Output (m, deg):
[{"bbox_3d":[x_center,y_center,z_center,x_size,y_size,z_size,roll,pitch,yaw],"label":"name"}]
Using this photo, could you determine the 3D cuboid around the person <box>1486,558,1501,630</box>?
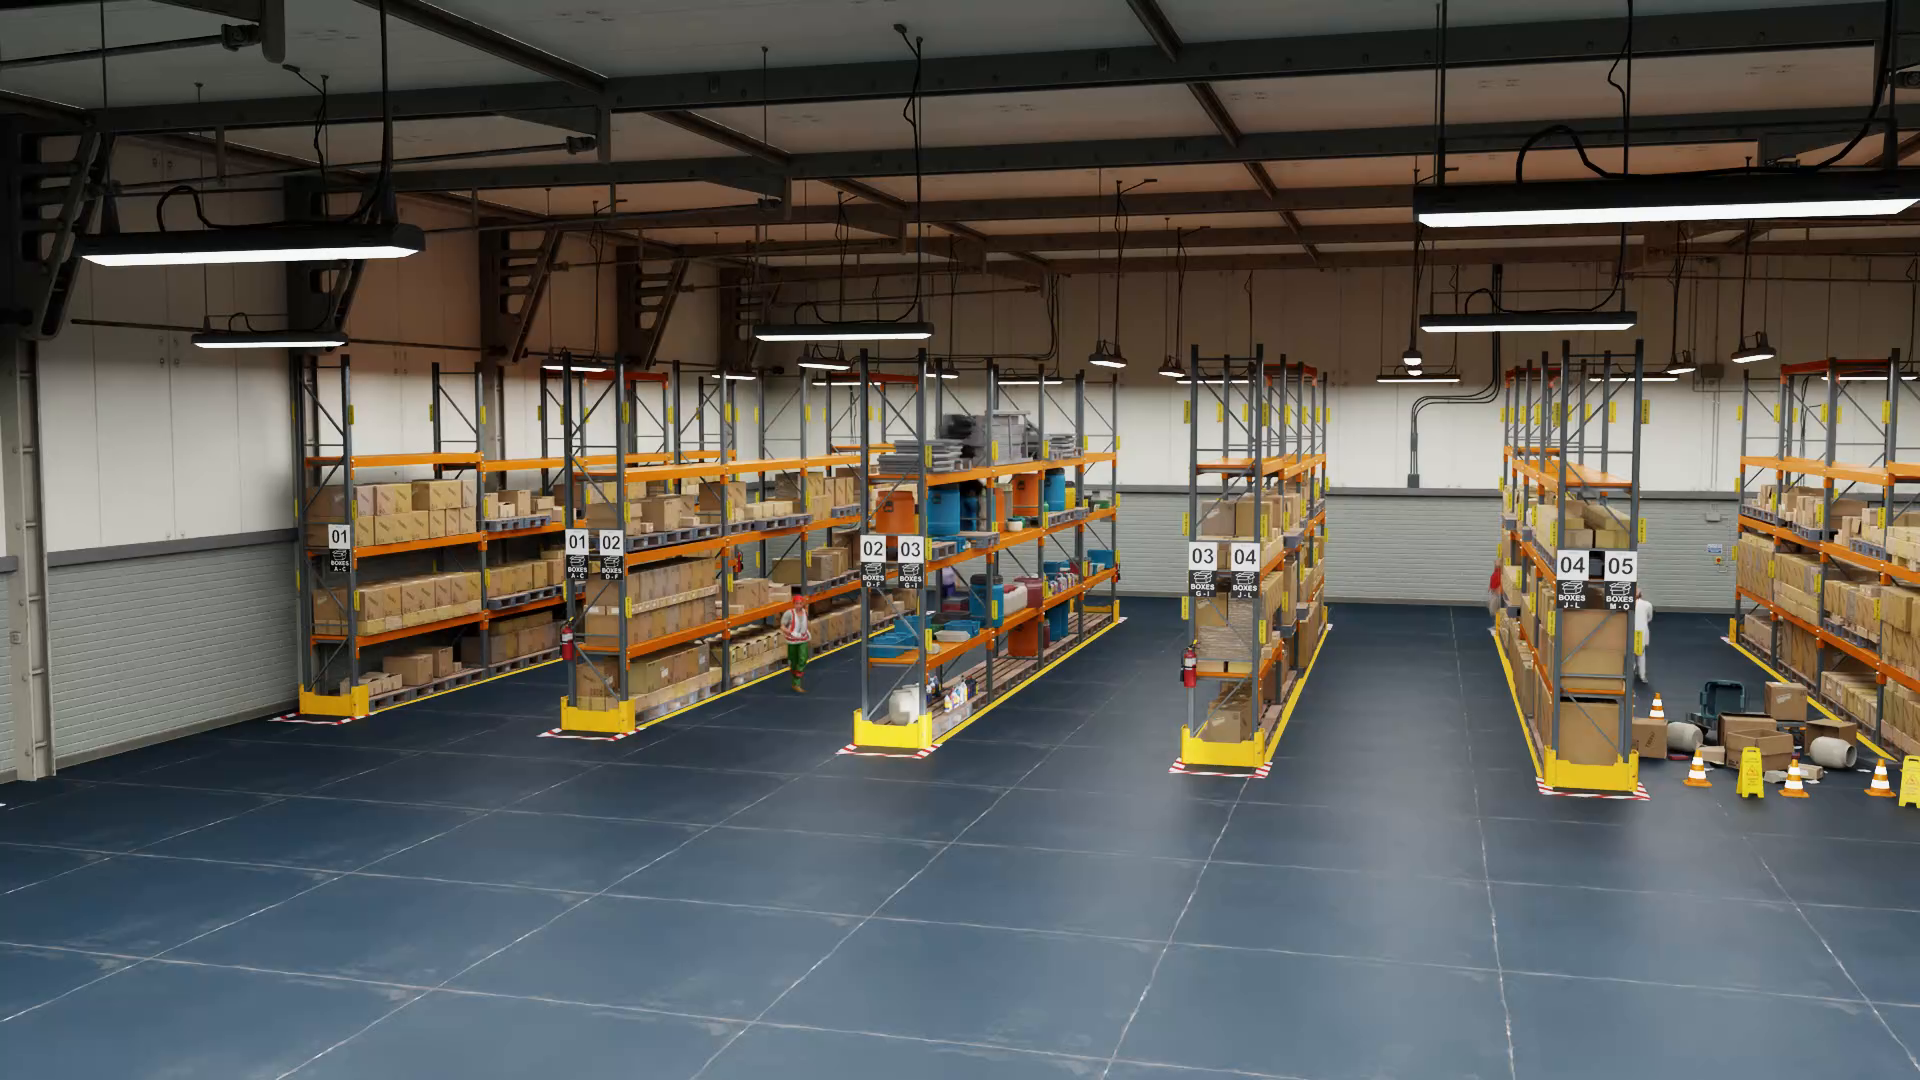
[{"bbox_3d":[12.625,1.265,38.808,0.668,1.709,0.708,0,4,-2],"label":"person"}]

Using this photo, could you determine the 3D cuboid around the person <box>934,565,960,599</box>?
[{"bbox_3d":[-0.318,1.212,39.608,0.572,1.707,0.842,1,4,11],"label":"person"}]

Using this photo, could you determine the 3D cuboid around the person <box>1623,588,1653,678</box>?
[{"bbox_3d":[12.882,1.768,31.658,0.617,1.704,0.983,1,4,9],"label":"person"}]

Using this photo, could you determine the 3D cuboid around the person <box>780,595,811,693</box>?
[{"bbox_3d":[-2.998,1.853,30.154,0.628,1.761,0.865,-2,5,-22],"label":"person"}]
